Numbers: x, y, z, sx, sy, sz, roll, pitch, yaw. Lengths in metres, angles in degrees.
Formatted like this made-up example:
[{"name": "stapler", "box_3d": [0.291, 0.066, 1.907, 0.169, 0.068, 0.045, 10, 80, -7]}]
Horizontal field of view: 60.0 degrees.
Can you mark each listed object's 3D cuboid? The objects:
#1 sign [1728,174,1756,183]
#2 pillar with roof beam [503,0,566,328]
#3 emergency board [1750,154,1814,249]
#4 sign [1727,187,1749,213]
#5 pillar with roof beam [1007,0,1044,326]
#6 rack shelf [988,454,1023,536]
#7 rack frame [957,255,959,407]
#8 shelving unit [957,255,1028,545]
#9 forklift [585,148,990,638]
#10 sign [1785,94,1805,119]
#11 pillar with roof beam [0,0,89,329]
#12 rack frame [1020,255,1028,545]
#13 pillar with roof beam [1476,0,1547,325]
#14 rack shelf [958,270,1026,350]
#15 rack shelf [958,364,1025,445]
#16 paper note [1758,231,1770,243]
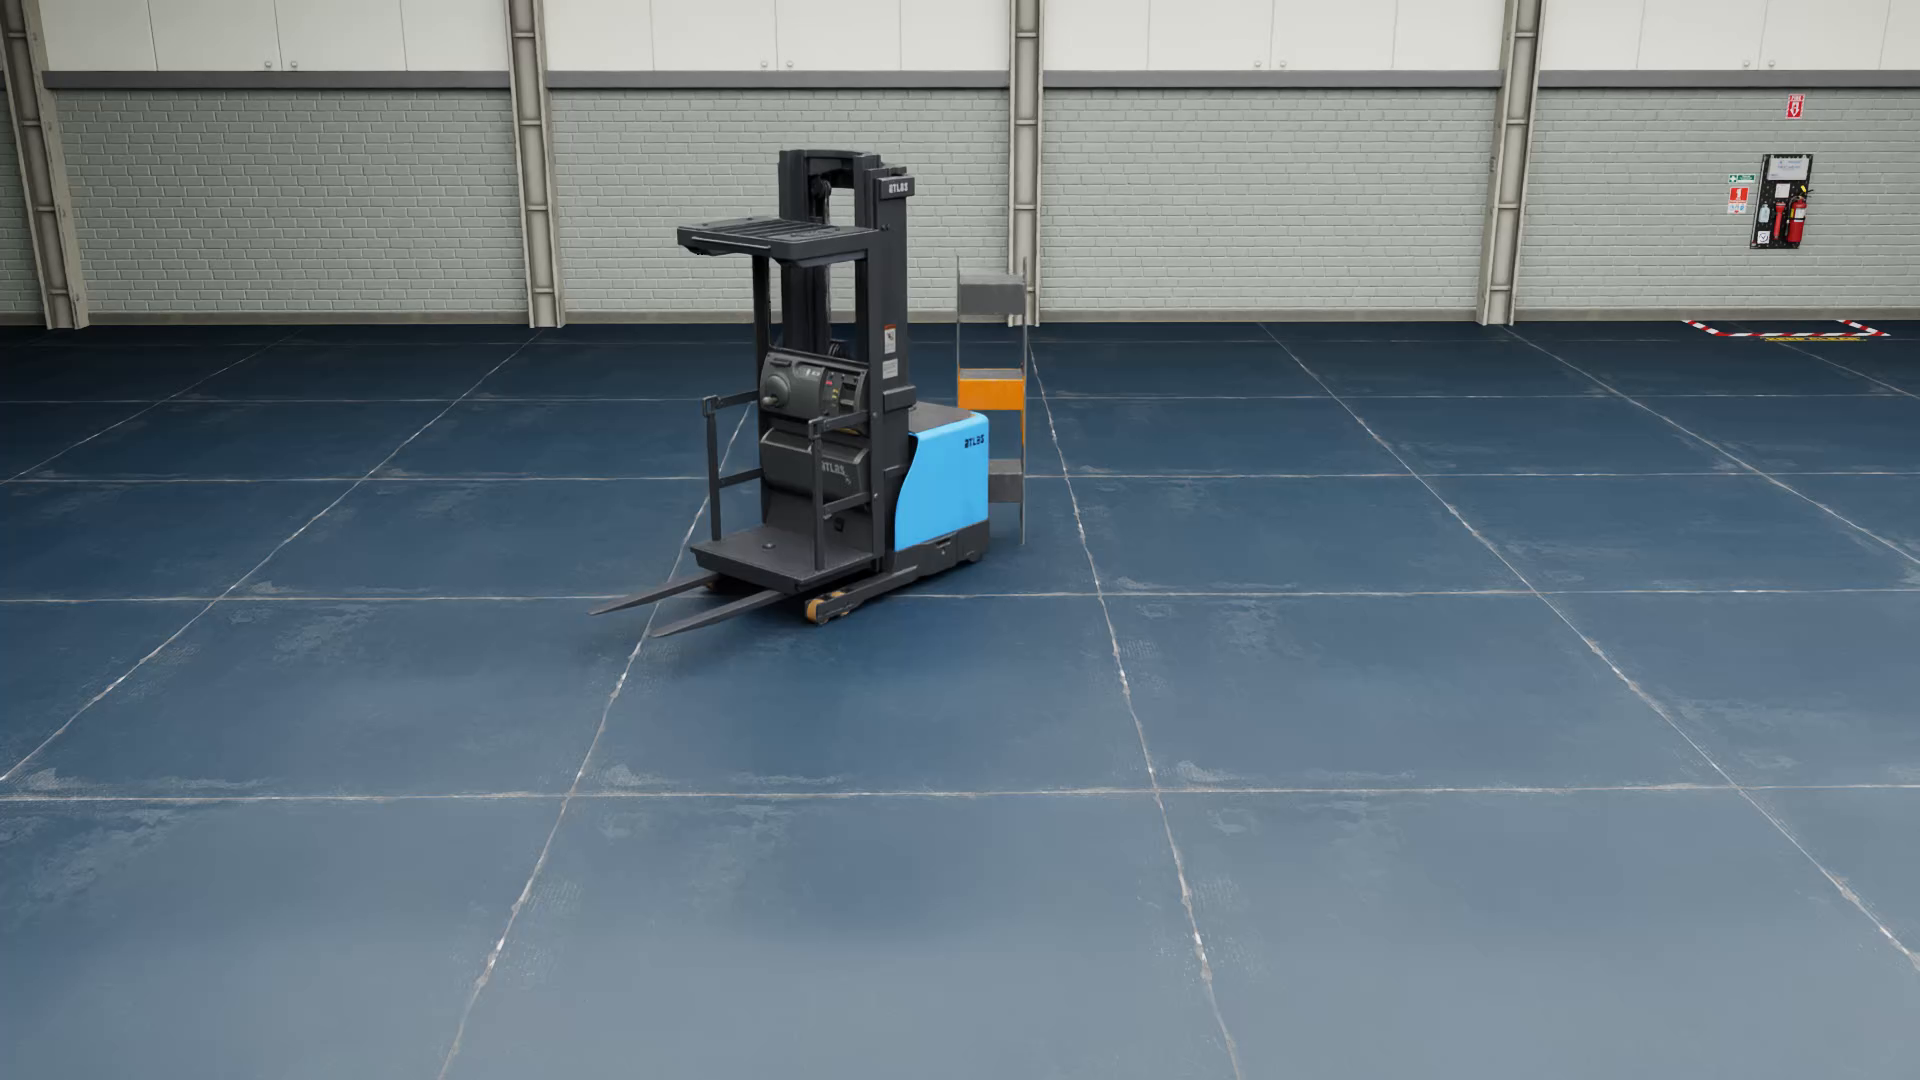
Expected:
[{"name": "sign", "box_3d": [9.777, -4.518, 20.794, 0.331, 0.109, 0.001, 0, 18, -1]}, {"name": "pillar with roof beam", "box_3d": [-5.131, -5.678, 15.514, 0.400, 9.000, 9.100, 0, 18, -1]}, {"name": "emergency board", "box_3d": [10.327, -4.222, 20.799, 0.643, 1.169, 0.194, 0, 18, -1]}, {"name": "sign", "box_3d": [9.772, -4.268, 20.883, 0.234, 0.329, 0.001, 0, 18, -1]}, {"name": "pillar with roof beam", "box_3d": [0.868, -5.706, 15.604, 0.400, 9.000, 9.100, 0, 18, -1]}, {"name": "rack shelf", "box_3d": [0.228, -0.341, 12.510, 0.480, 0.518, 0.431, 0, 18, 0]}, {"name": "rack frame", "box_3d": [-0.016, -1.021, 12.293, 0.015, 2.100, 0.400, 0, 18, 0]}, {"name": "shelving unit", "box_3d": [0.228, -1.021, 12.292, 0.503, 2.100, 0.431, 0, 18, 0]}, {"name": "forklift", "box_3d": [-1.116, -1.019, 10.925, 1.130, 2.935, 3.031, 14, 23, 38]}, {"name": "sign", "box_3d": [10.317, -5.356, 20.540, 0.199, 0.298, 0.001, 0, 18, -1]}, {"name": "pillar with roof beam", "box_3d": [-11.131, -5.649, 15.424, 0.400, 9.000, 9.100, 0, 18, -1]}, {"name": "rack frame", "box_3d": [0.472, -1.020, 12.291, 0.015, 2.100, 0.400, 0, 18, 0]}, {"name": "pillar with roof beam", "box_3d": [6.867, -5.735, 15.695, 0.400, 9.000, 9.100, 0, 18, -1]}, {"name": "rack shelf", "box_3d": [0.228, -1.674, 12.082, 0.480, 0.518, 0.431, 0, 18, 0]}, {"name": "rack shelf", "box_3d": [0.228, -1.008, 12.296, 0.480, 0.518, 0.431, 0, 18, 0]}, {"name": "paper note", "box_3d": [10.149, -3.823, 20.997, 0.142, 0.148, 0.016, 0, 18, -1]}]
